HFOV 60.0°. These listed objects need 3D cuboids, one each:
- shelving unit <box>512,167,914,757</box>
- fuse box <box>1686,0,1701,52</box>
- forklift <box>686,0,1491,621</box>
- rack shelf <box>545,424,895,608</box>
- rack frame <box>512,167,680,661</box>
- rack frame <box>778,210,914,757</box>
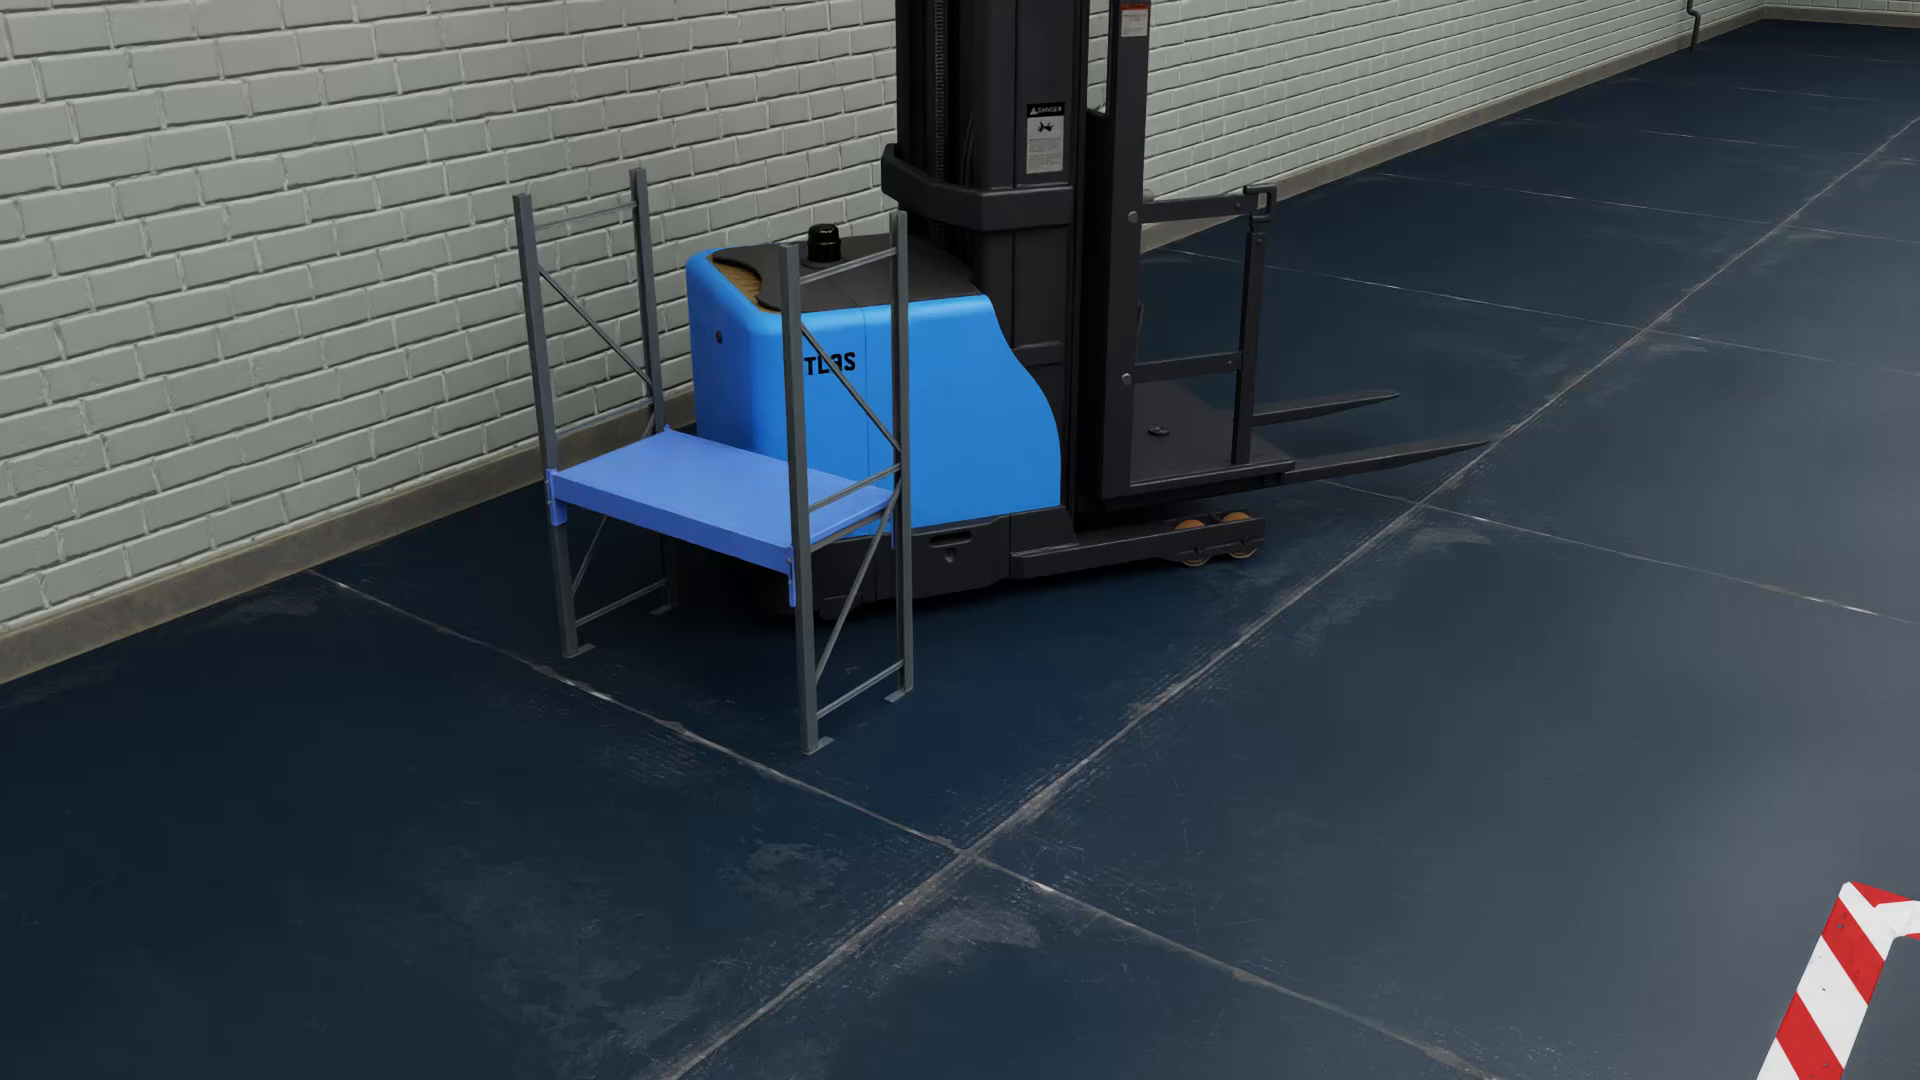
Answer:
[{"bbox_3d":[-0.716,-0.262,4.984,1.048,1.500,0.538,16,29,32],"label":"shelving unit"},{"bbox_3d":[8.292,-6.288,18.400,0.414,1.711,0.539,17,29,33],"label":"fuse box"},{"bbox_3d":[0.579,-1.433,5.868,3.031,2.935,1.130,-9,25,-20],"label":"forklift"},{"bbox_3d":[-0.716,-0.097,5.057,1.000,0.185,0.538,16,29,32],"label":"rack shelf"},{"bbox_3d":[-1.127,-0.382,5.257,0.032,1.500,0.500,16,29,32],"label":"rack frame"},{"bbox_3d":[-0.304,-0.142,4.711,0.032,1.500,0.500,16,29,32],"label":"rack frame"}]
